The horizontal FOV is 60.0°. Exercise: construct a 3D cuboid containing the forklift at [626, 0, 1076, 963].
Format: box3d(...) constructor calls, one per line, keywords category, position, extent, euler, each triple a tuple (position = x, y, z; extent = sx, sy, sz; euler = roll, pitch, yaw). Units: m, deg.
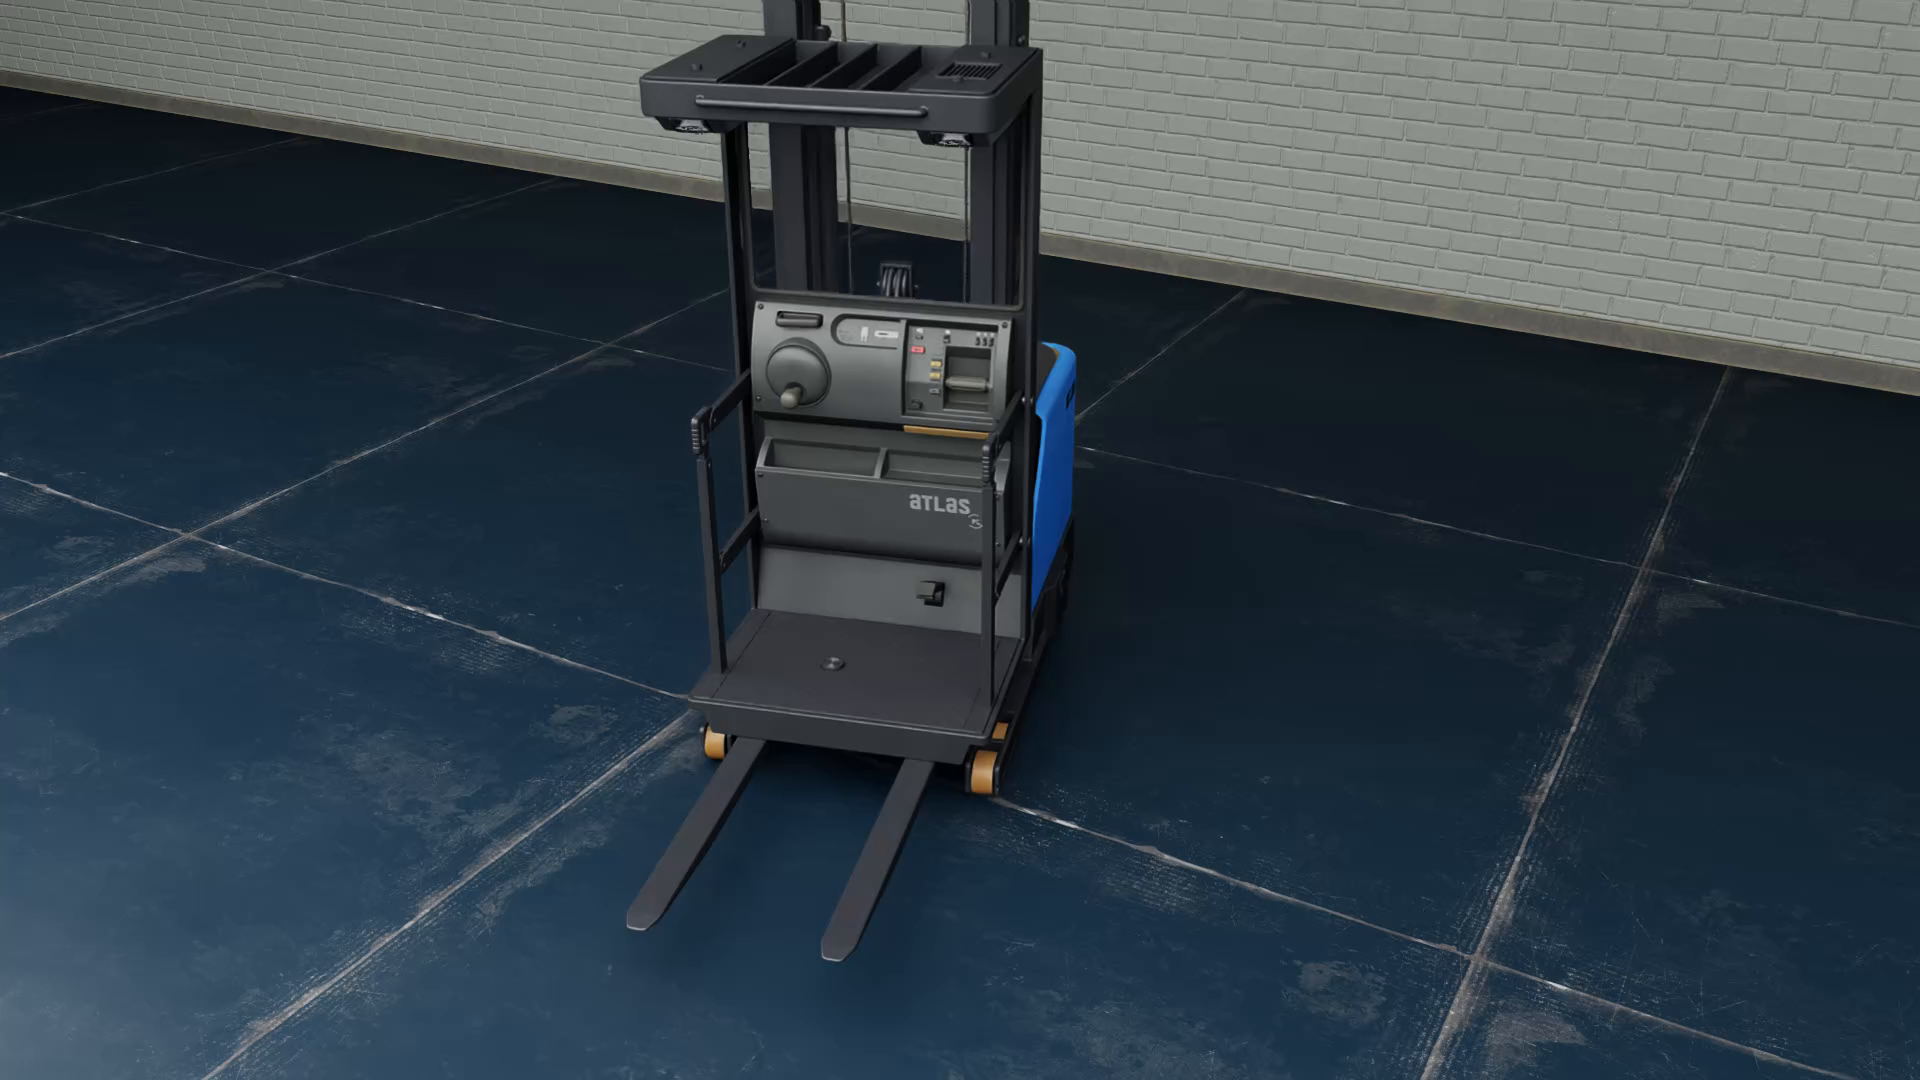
box3d(category="forklift", position=(-0.327, -0.584, 5.642), extent=(1.130, 2.935, 3.031), euler=(6, 27, 12))
